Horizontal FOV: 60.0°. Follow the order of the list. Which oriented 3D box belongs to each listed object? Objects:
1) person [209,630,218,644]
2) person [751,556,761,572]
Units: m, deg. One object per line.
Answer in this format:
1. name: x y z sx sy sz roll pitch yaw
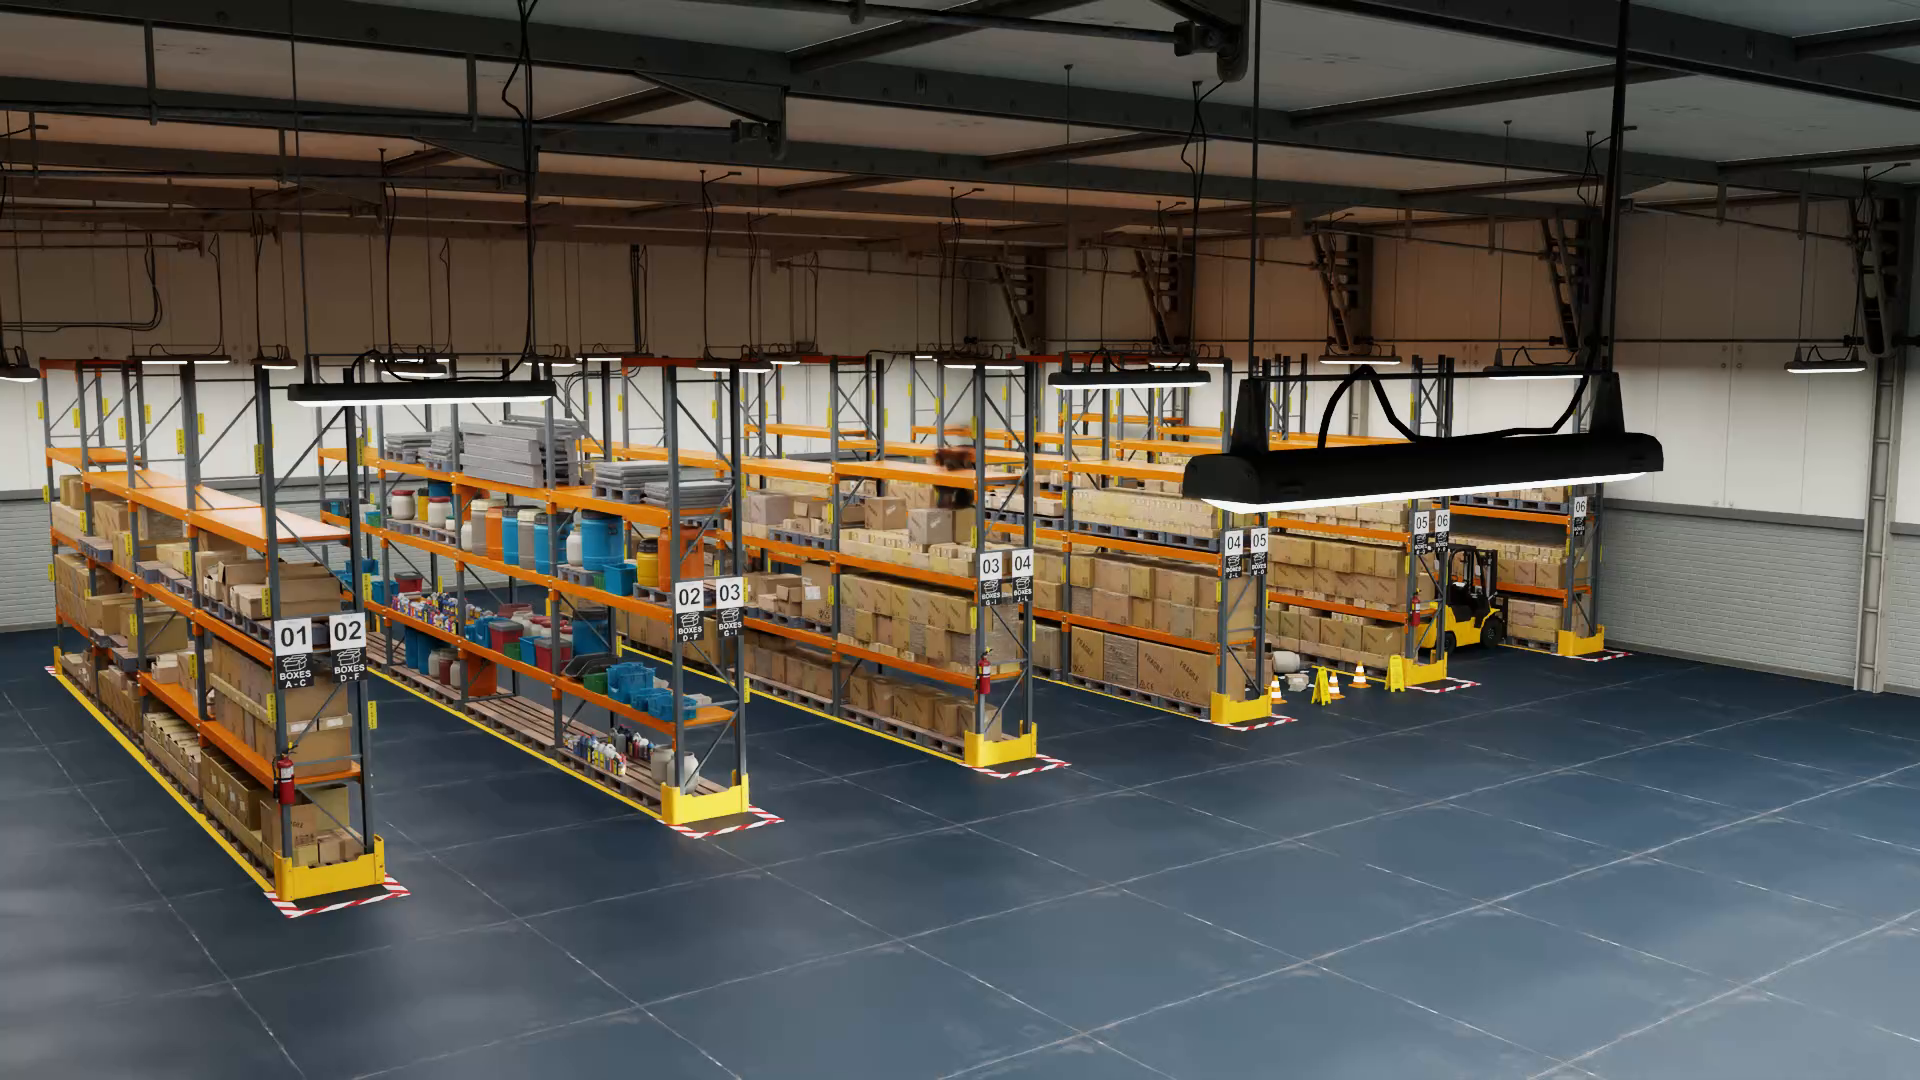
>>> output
1. person: -14.476 1.643 32.098 0.881 1.786 0.609 6 9 41
2. person: -5.023 0.447 41.976 0.664 1.709 0.781 -1 7 -7
